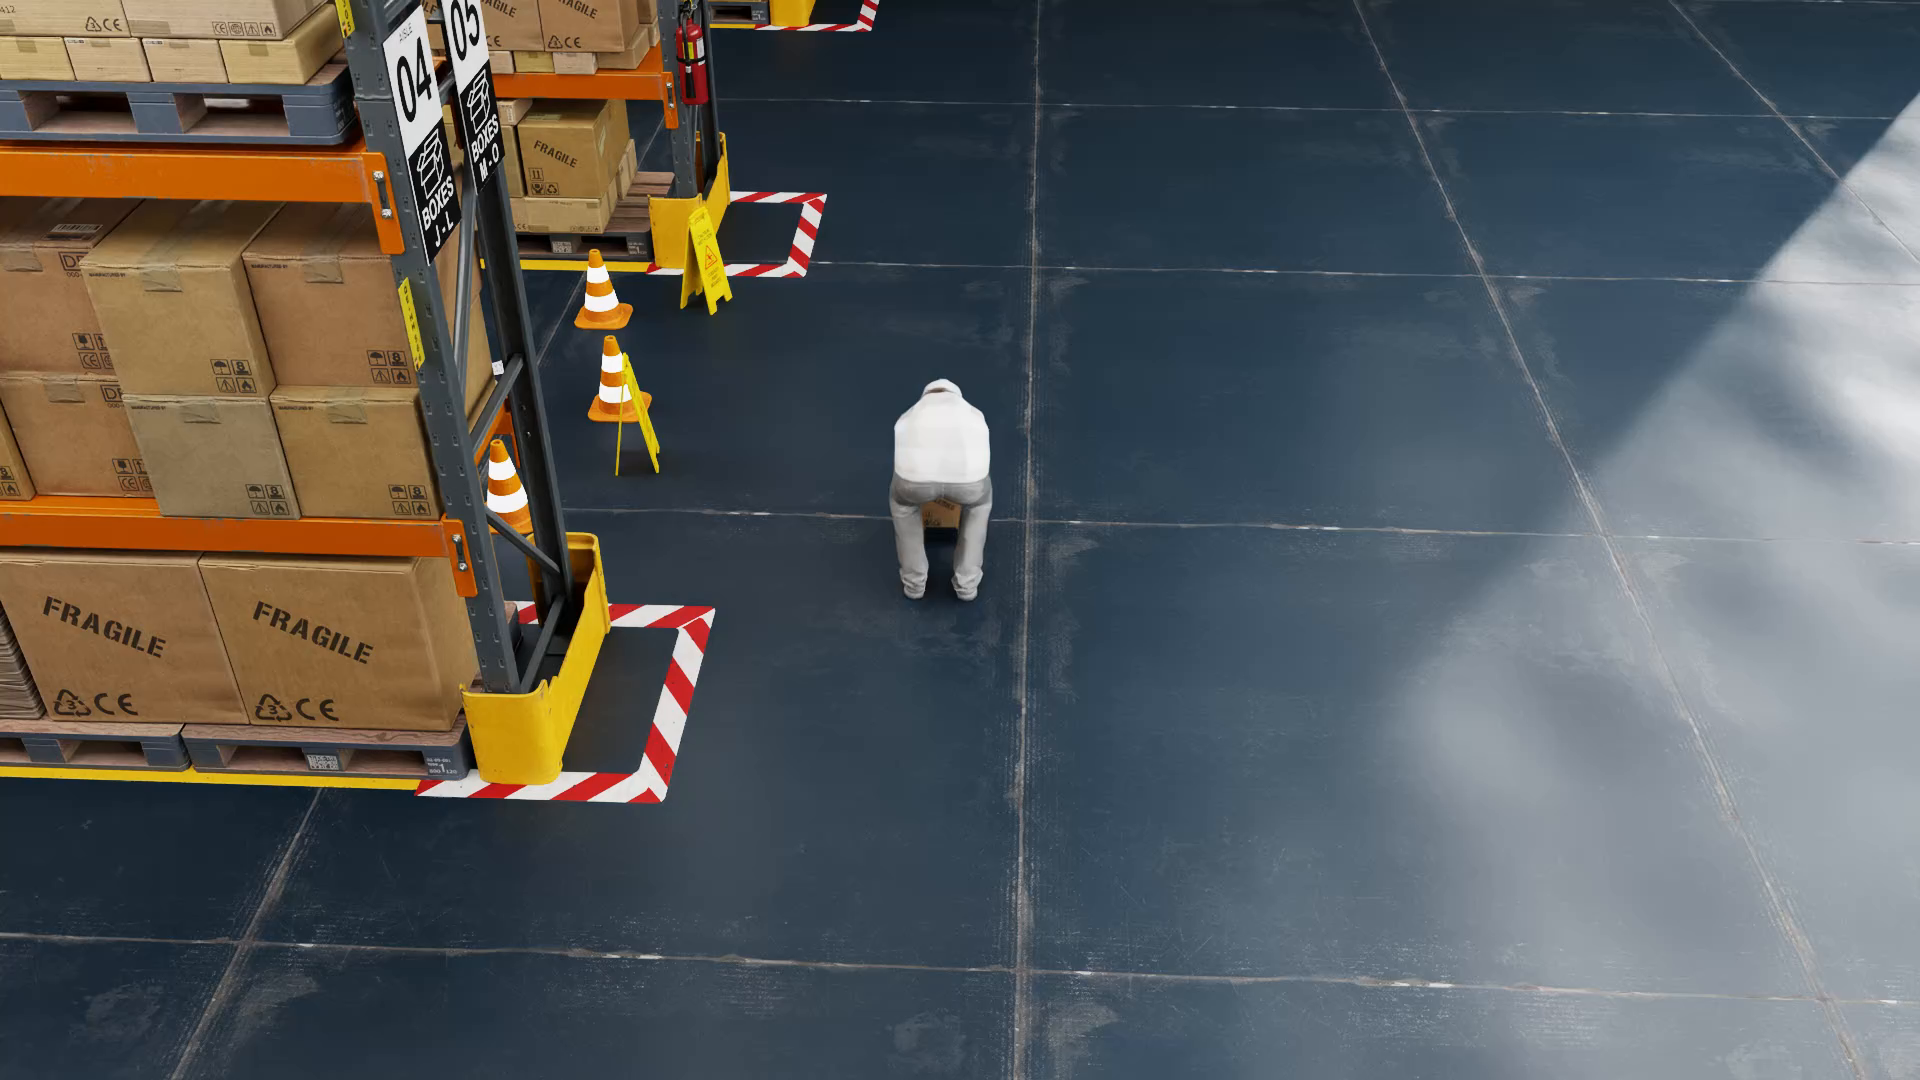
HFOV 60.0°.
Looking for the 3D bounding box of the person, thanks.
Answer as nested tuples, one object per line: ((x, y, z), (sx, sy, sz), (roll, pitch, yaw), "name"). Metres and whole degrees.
((-0.096, -0.311, 8.184), (0.503, 1.015, 1.001), (0, 35, 0), "person")
